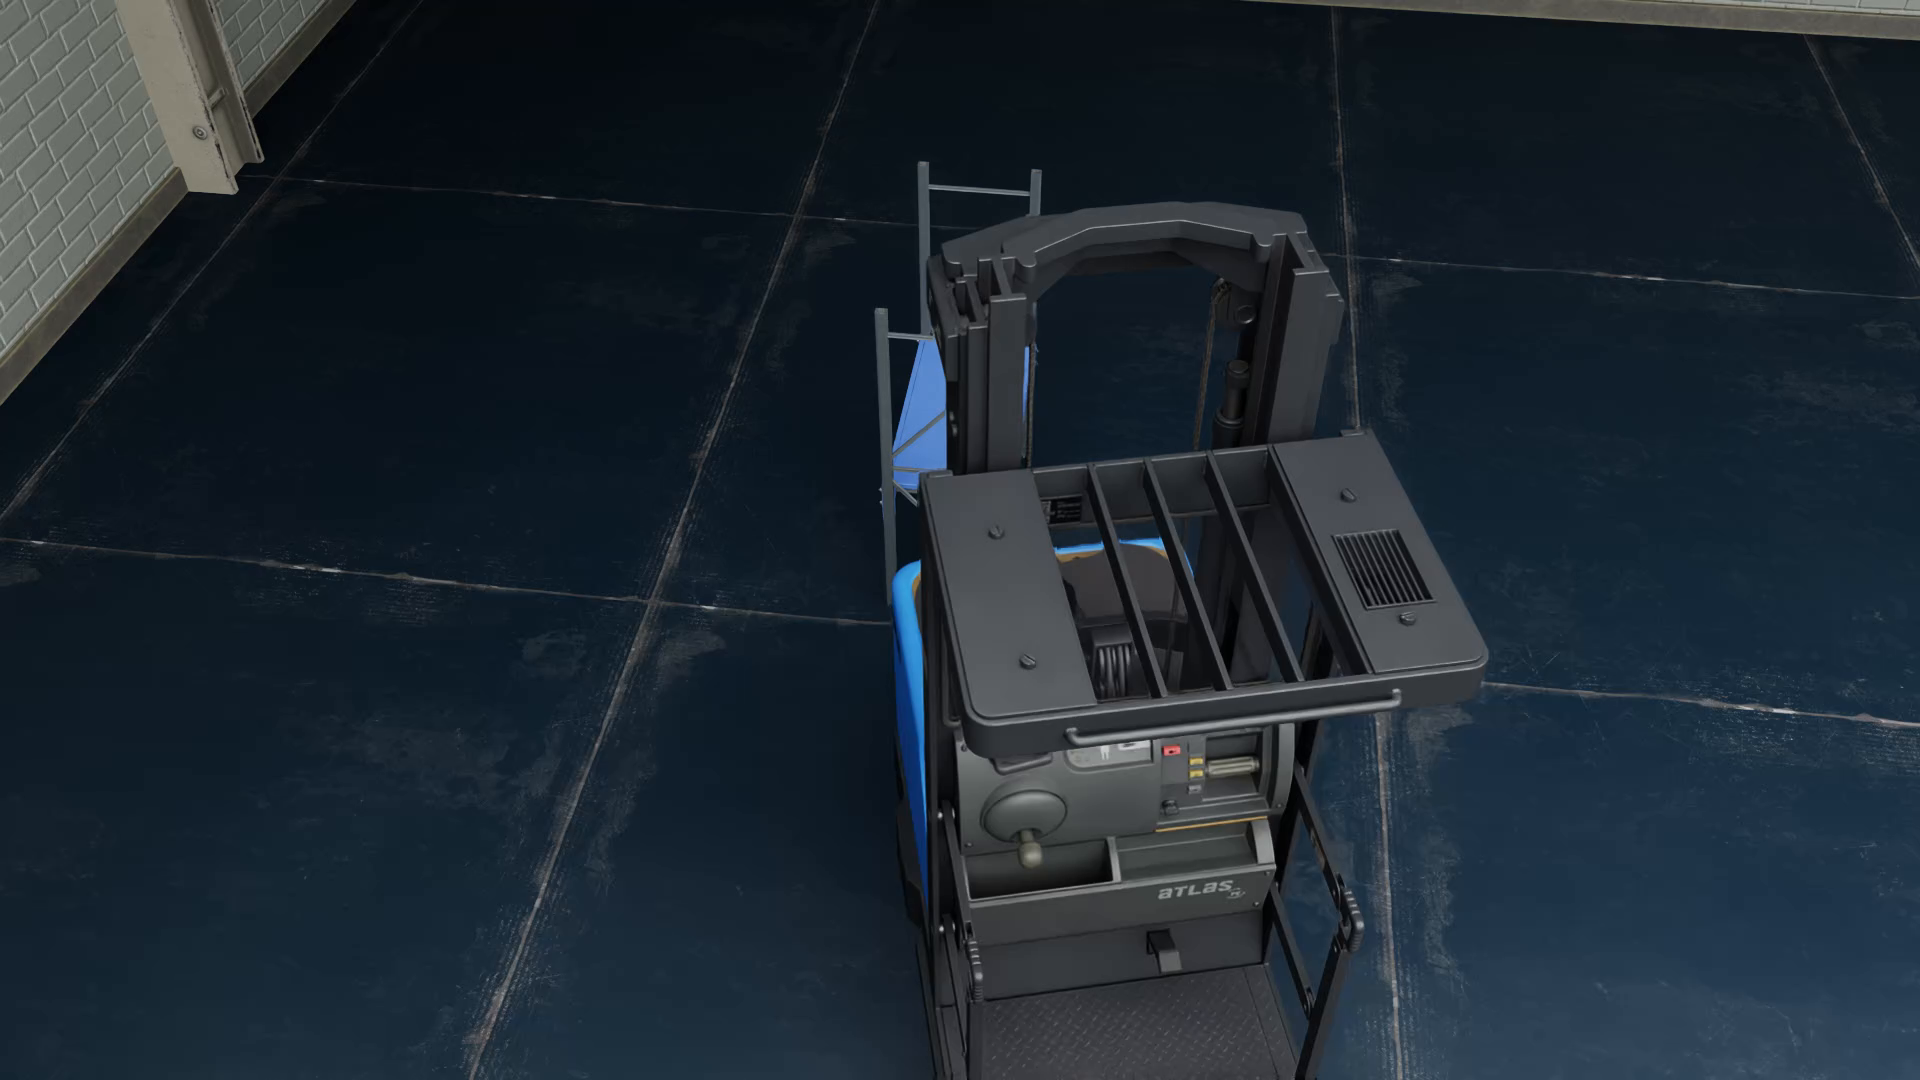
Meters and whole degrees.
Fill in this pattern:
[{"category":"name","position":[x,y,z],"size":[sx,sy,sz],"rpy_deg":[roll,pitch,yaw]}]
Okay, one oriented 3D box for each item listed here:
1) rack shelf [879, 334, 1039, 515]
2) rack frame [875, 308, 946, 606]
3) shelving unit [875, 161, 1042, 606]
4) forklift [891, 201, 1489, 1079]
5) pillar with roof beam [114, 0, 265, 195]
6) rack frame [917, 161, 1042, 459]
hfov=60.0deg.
[{"category":"rack shelf","position":[0.011,-0.472,6.942],"size":[0.538,0.185,1.000],"rpy_deg":[5,44,6]},{"category":"rack frame","position":[-0.056,-0.256,6.452],"size":[0.500,1.500,0.032],"rpy_deg":[5,44,6]},{"category":"shelving unit","position":[0.011,-0.603,6.818],"size":[0.538,1.500,1.048],"rpy_deg":[5,44,6]},{"category":"forklift","position":[0.486,0.742,4.356],"size":[1.130,2.935,3.031],"rpy_deg":[-6,44,-6]},{"category":"pillar with roof beam","position":[0.077,-4.961,5.967],"size":[9.100,9.000,0.400],"rpy_deg":[5,44,6]},{"category":"rack frame","position":[0.078,-0.949,7.184],"size":[0.500,1.500,0.032],"rpy_deg":[5,44,6]}]
